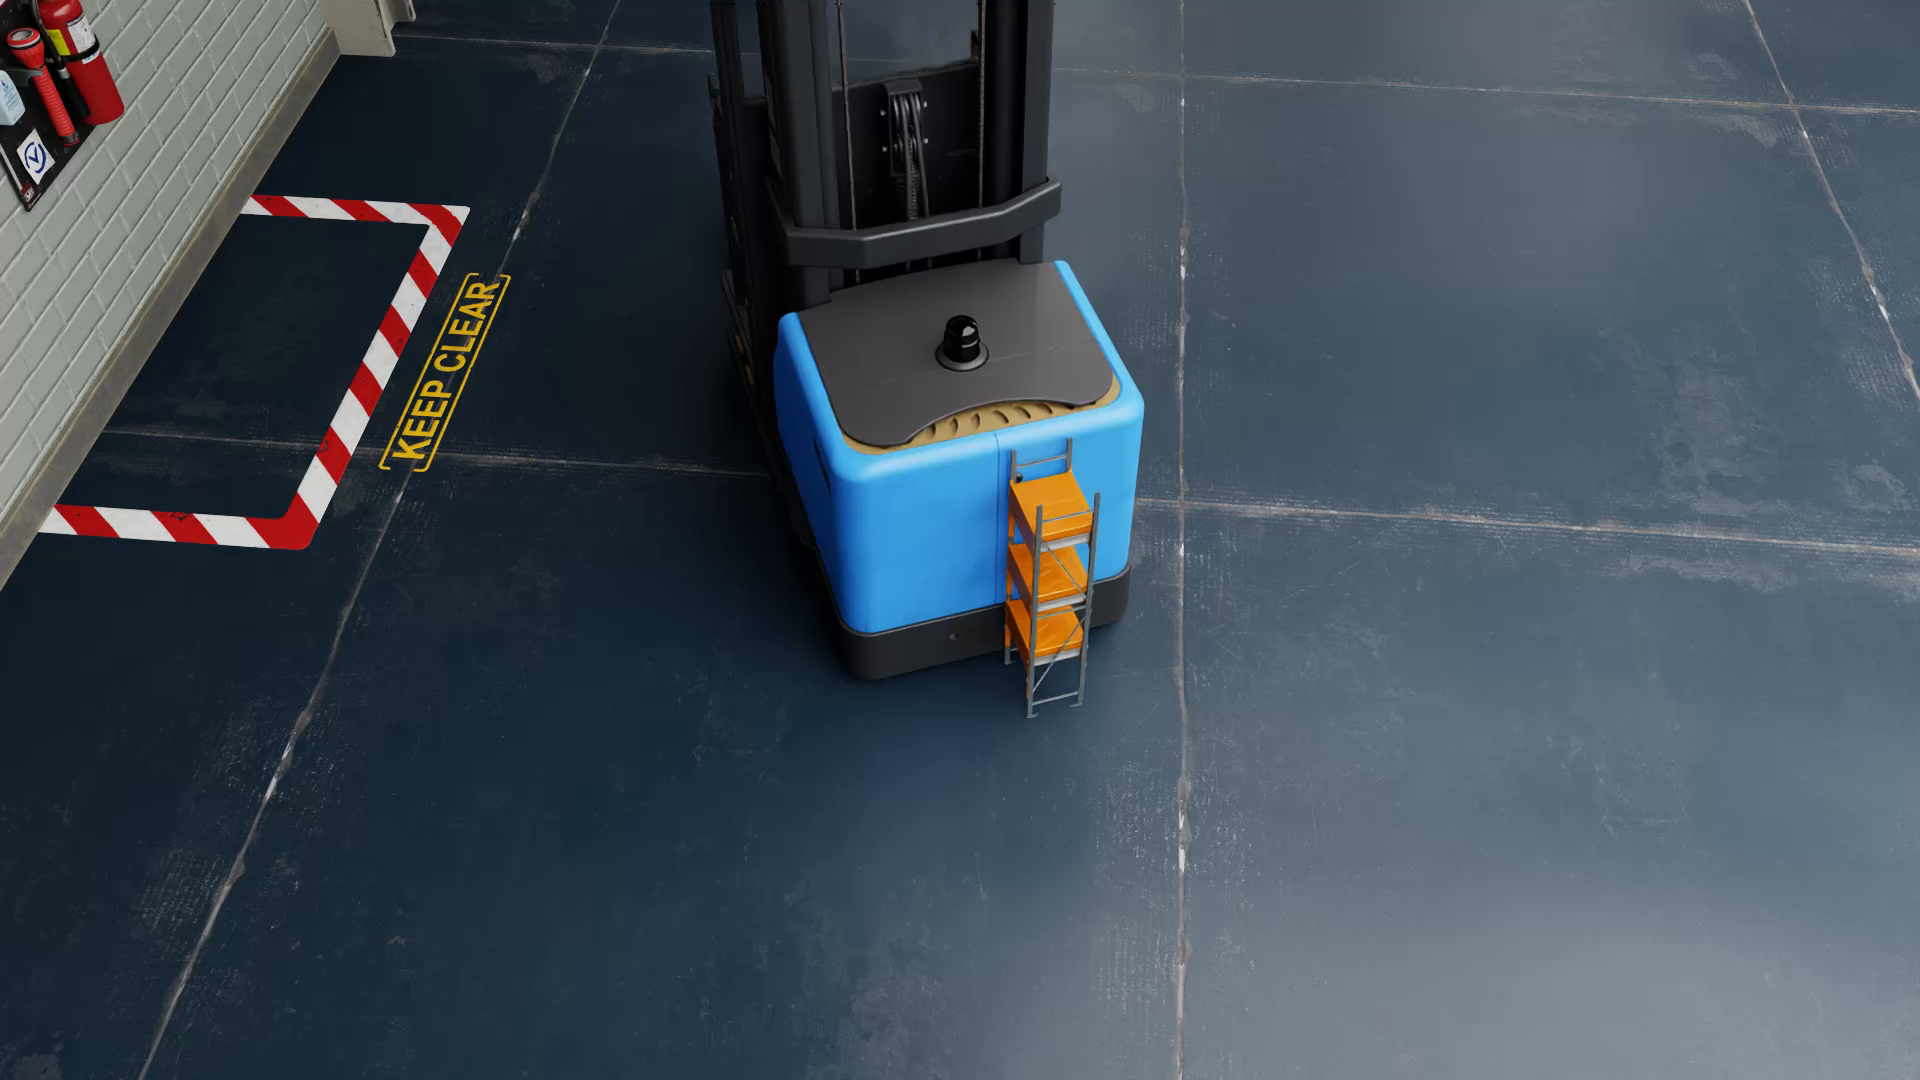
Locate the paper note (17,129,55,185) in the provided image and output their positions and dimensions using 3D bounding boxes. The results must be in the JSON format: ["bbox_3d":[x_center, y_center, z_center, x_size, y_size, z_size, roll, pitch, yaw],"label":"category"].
[{"bbox_3d":[-3.390,-1.408,6.102,0.016,0.148,0.142,4,48,4],"label":"paper note"}]

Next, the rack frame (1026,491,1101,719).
[{"bbox_3d":[0.324,0.233,5.325,0.200,1.050,0.008,-13,49,-11],"label":"rack frame"}]

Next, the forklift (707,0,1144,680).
[{"bbox_3d":[-0.323,-1.621,5.746,1.130,2.935,3.031,-13,49,-11],"label":"forklift"}]

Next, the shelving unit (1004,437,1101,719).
[{"bbox_3d":[0.288,0.147,5.404,0.215,1.050,0.252,-13,49,-11],"label":"shelving unit"}]

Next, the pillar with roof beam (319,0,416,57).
[{"bbox_3d":[1.246,-5.379,5.071,9.100,9.000,0.400,4,48,4],"label":"pillar with roof beam"}]

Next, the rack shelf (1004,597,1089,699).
[{"bbox_3d":[0.288,0.342,5.617,0.215,0.259,0.240,-13,49,-11],"label":"rack shelf"}]

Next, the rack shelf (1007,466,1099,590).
[{"bbox_3d":[0.288,-0.037,5.202,0.215,0.259,0.240,-13,49,-11],"label":"rack shelf"}]

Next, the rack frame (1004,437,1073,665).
[{"bbox_3d":[0.252,0.061,5.482,0.200,1.050,0.008,-13,49,-11],"label":"rack frame"}]

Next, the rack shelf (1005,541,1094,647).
[{"bbox_3d":[0.288,0.154,5.412,0.215,0.259,0.240,-13,49,-11],"label":"rack shelf"}]

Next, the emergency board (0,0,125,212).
[{"bbox_3d":[-3.305,-1.830,5.891,0.194,1.169,0.643,4,48,4],"label":"emergency board"}]
